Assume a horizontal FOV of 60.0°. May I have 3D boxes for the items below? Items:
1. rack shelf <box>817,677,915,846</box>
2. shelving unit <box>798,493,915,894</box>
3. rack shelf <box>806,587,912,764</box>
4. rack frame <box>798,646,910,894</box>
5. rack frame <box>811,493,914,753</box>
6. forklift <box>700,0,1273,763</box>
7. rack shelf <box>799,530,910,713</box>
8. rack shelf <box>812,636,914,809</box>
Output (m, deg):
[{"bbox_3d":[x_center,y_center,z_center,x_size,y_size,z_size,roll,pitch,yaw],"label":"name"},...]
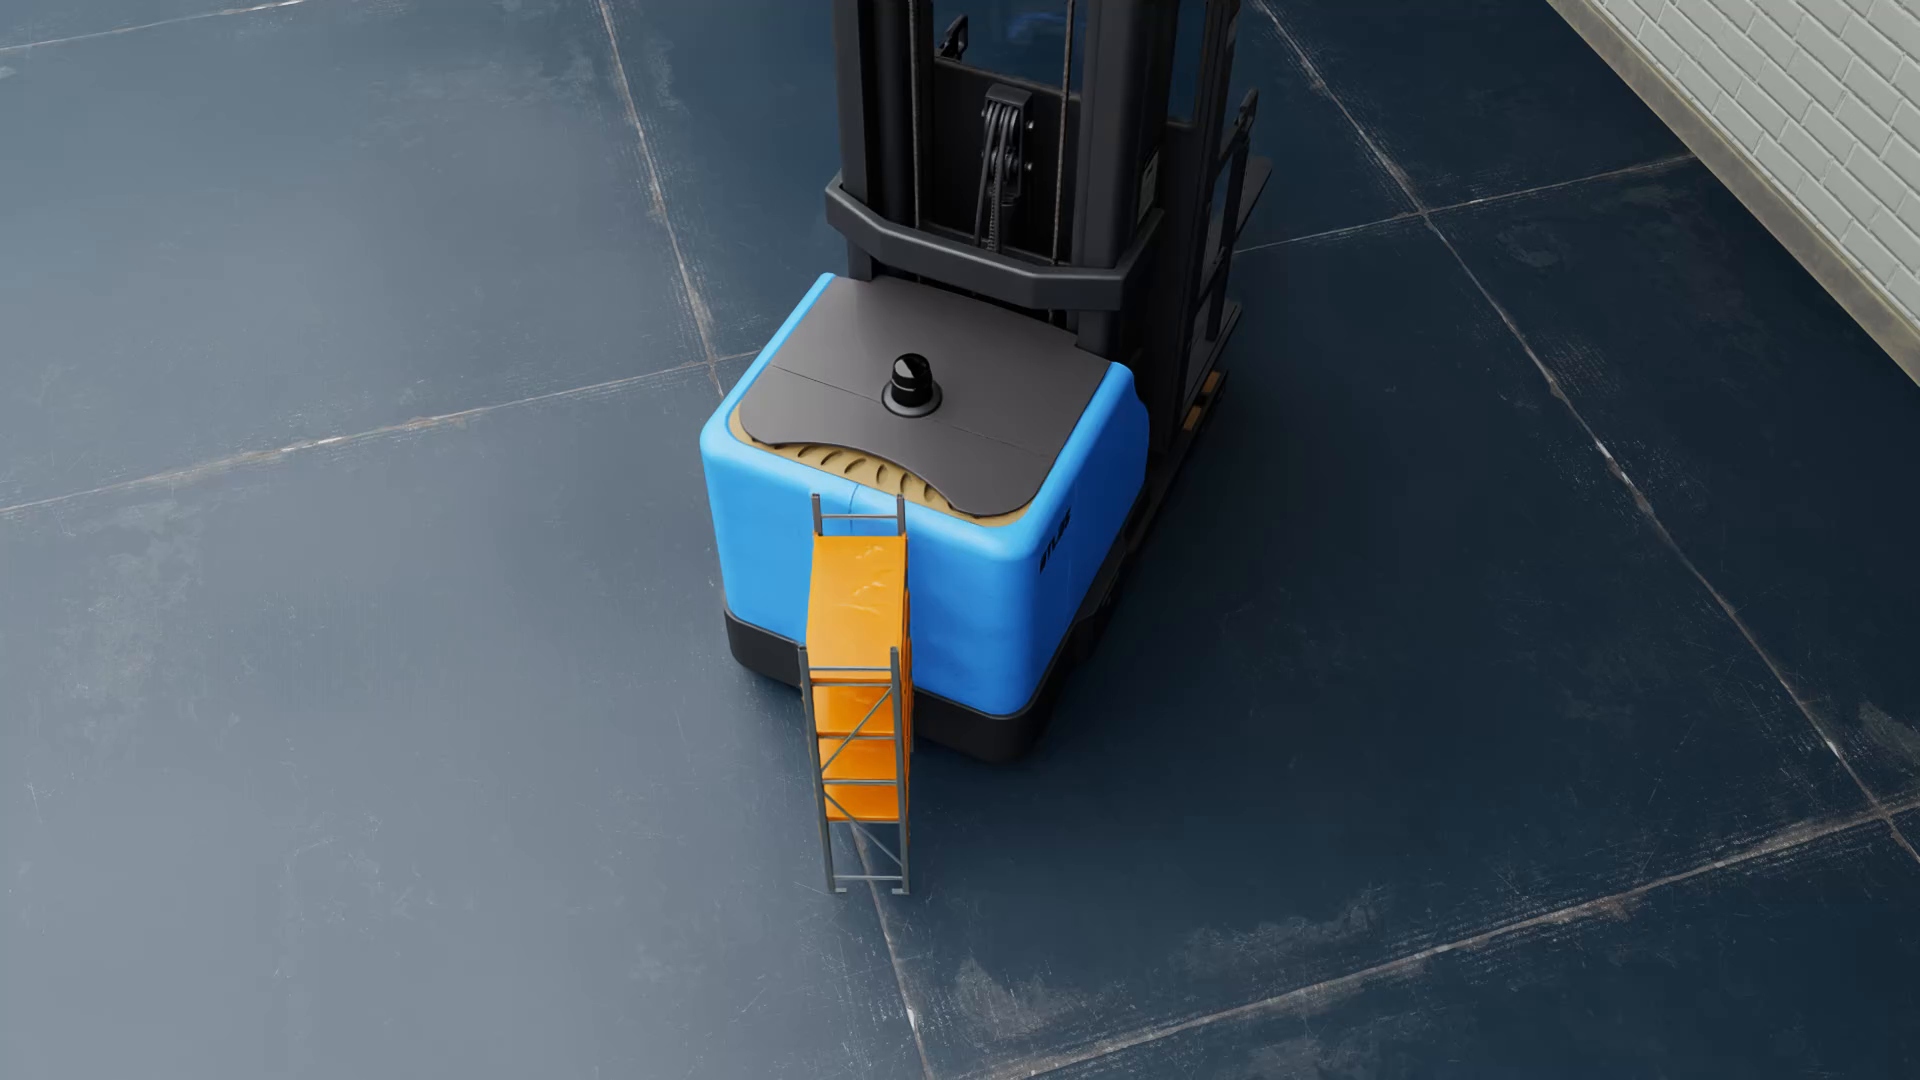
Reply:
[{"bbox_3d":[-0.265,0.630,4.782,0.258,0.148,0.480,0,50,0],"label":"rack shelf"},{"bbox_3d":[-0.265,0.459,4.579,0.258,1.200,0.503,0,50,0],"label":"shelving unit"},{"bbox_3d":[-0.265,0.358,4.459,0.258,0.148,0.480,0,50,0],"label":"rack shelf"},{"bbox_3d":[-0.267,0.645,4.421,0.240,1.200,0.015,0,50,0],"label":"rack frame"},{"bbox_3d":[-0.263,0.272,4.736,0.240,1.200,0.015,0,50,0],"label":"rack frame"},{"bbox_3d":[0.334,-1.408,5.020,1.130,2.935,3.031,19,53,16],"label":"forklift"},{"bbox_3d":[-0.265,0.205,4.278,0.258,0.148,0.480,0,50,0],"label":"rack shelf"},{"bbox_3d":[-0.265,0.502,4.630,0.258,0.148,0.480,0,50,0],"label":"rack shelf"}]
